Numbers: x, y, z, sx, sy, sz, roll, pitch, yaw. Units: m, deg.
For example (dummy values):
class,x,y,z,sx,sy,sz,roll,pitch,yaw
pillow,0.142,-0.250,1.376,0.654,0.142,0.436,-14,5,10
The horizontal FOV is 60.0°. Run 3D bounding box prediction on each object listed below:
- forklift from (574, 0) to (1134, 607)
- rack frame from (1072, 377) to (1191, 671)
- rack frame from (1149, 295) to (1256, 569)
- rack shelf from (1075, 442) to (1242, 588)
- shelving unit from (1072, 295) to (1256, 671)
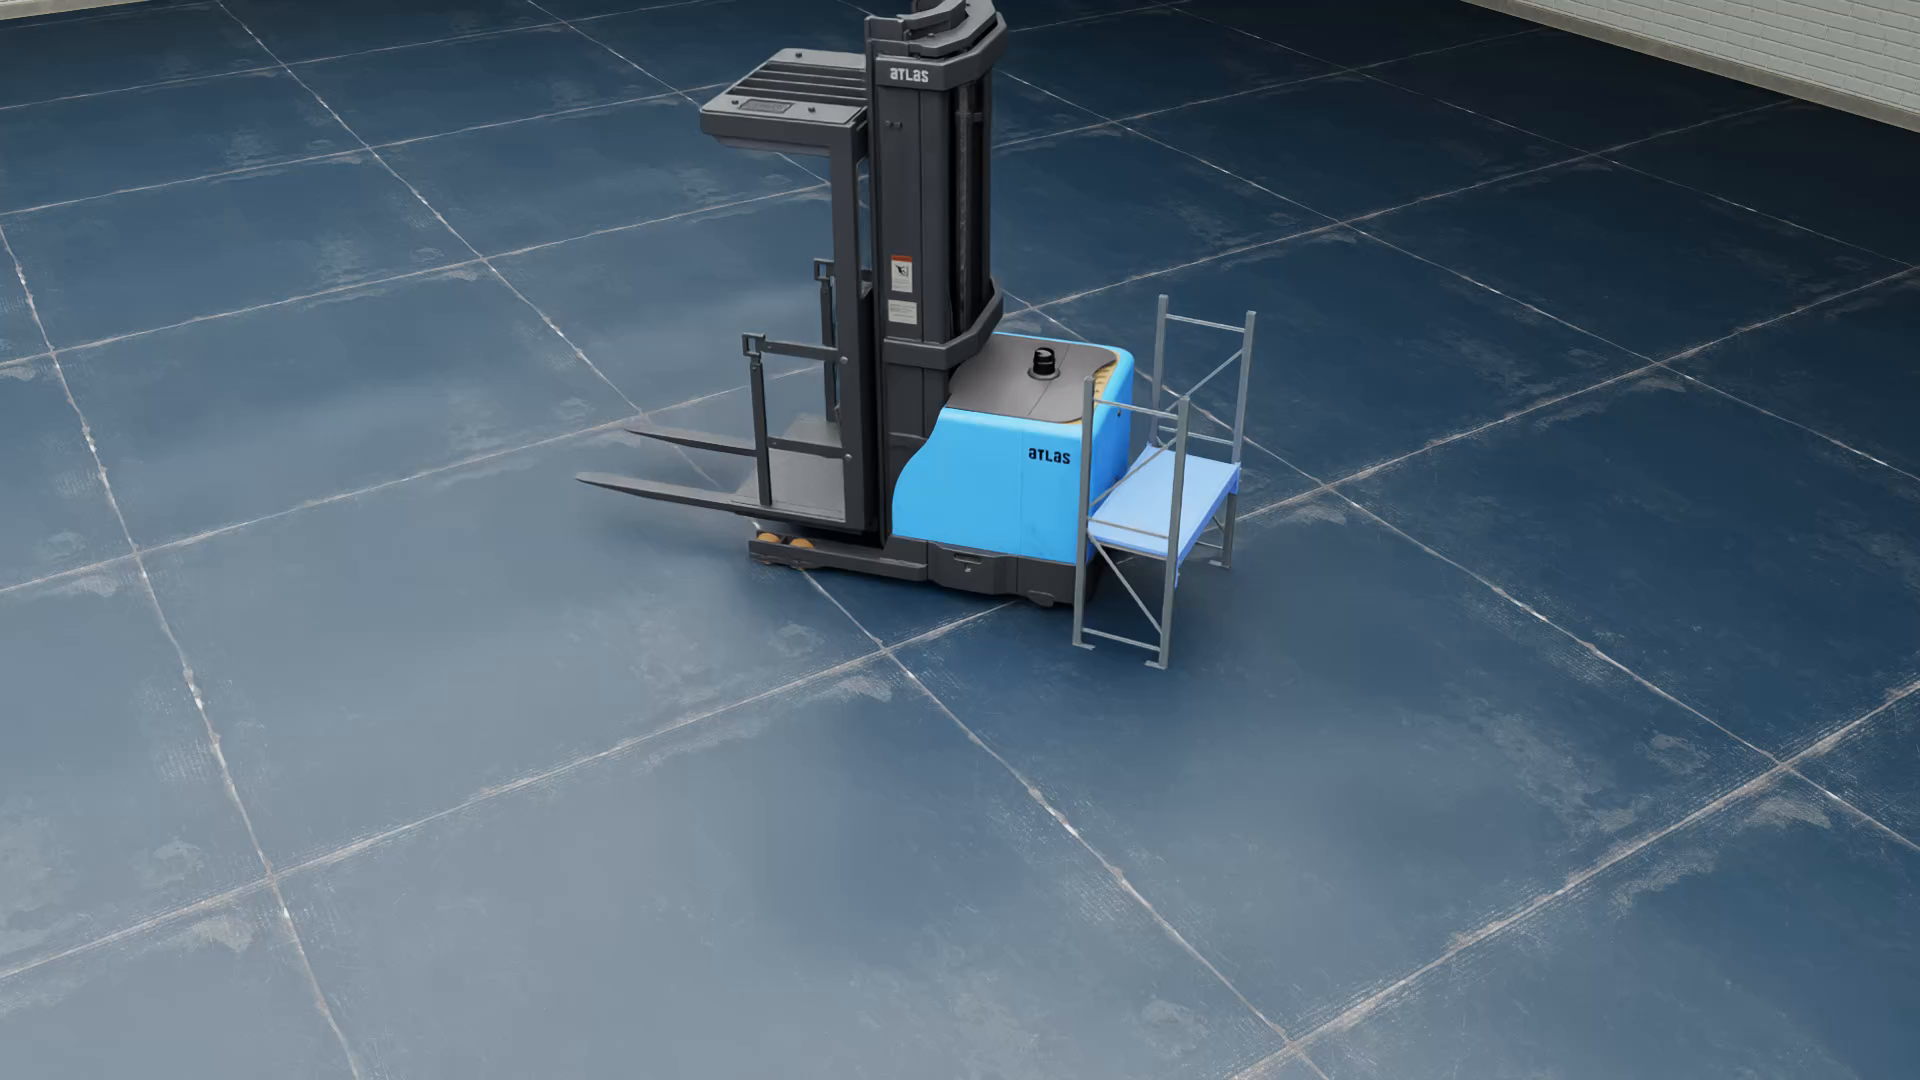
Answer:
class,x,y,z,sx,sy,sz,roll,pitch,yaw
forklift,-0.637,-1.337,8.622,3.031,2.935,1.130,9,33,14
rack frame,0.801,-0.052,7.927,0.500,1.500,0.032,14,35,21
rack frame,1.234,-0.543,8.705,0.500,1.500,0.032,14,35,21
rack shelf,1.017,-0.145,8.412,0.538,0.185,1.000,14,35,21
shelving unit,1.018,-0.297,8.316,0.538,1.500,1.048,14,35,21
